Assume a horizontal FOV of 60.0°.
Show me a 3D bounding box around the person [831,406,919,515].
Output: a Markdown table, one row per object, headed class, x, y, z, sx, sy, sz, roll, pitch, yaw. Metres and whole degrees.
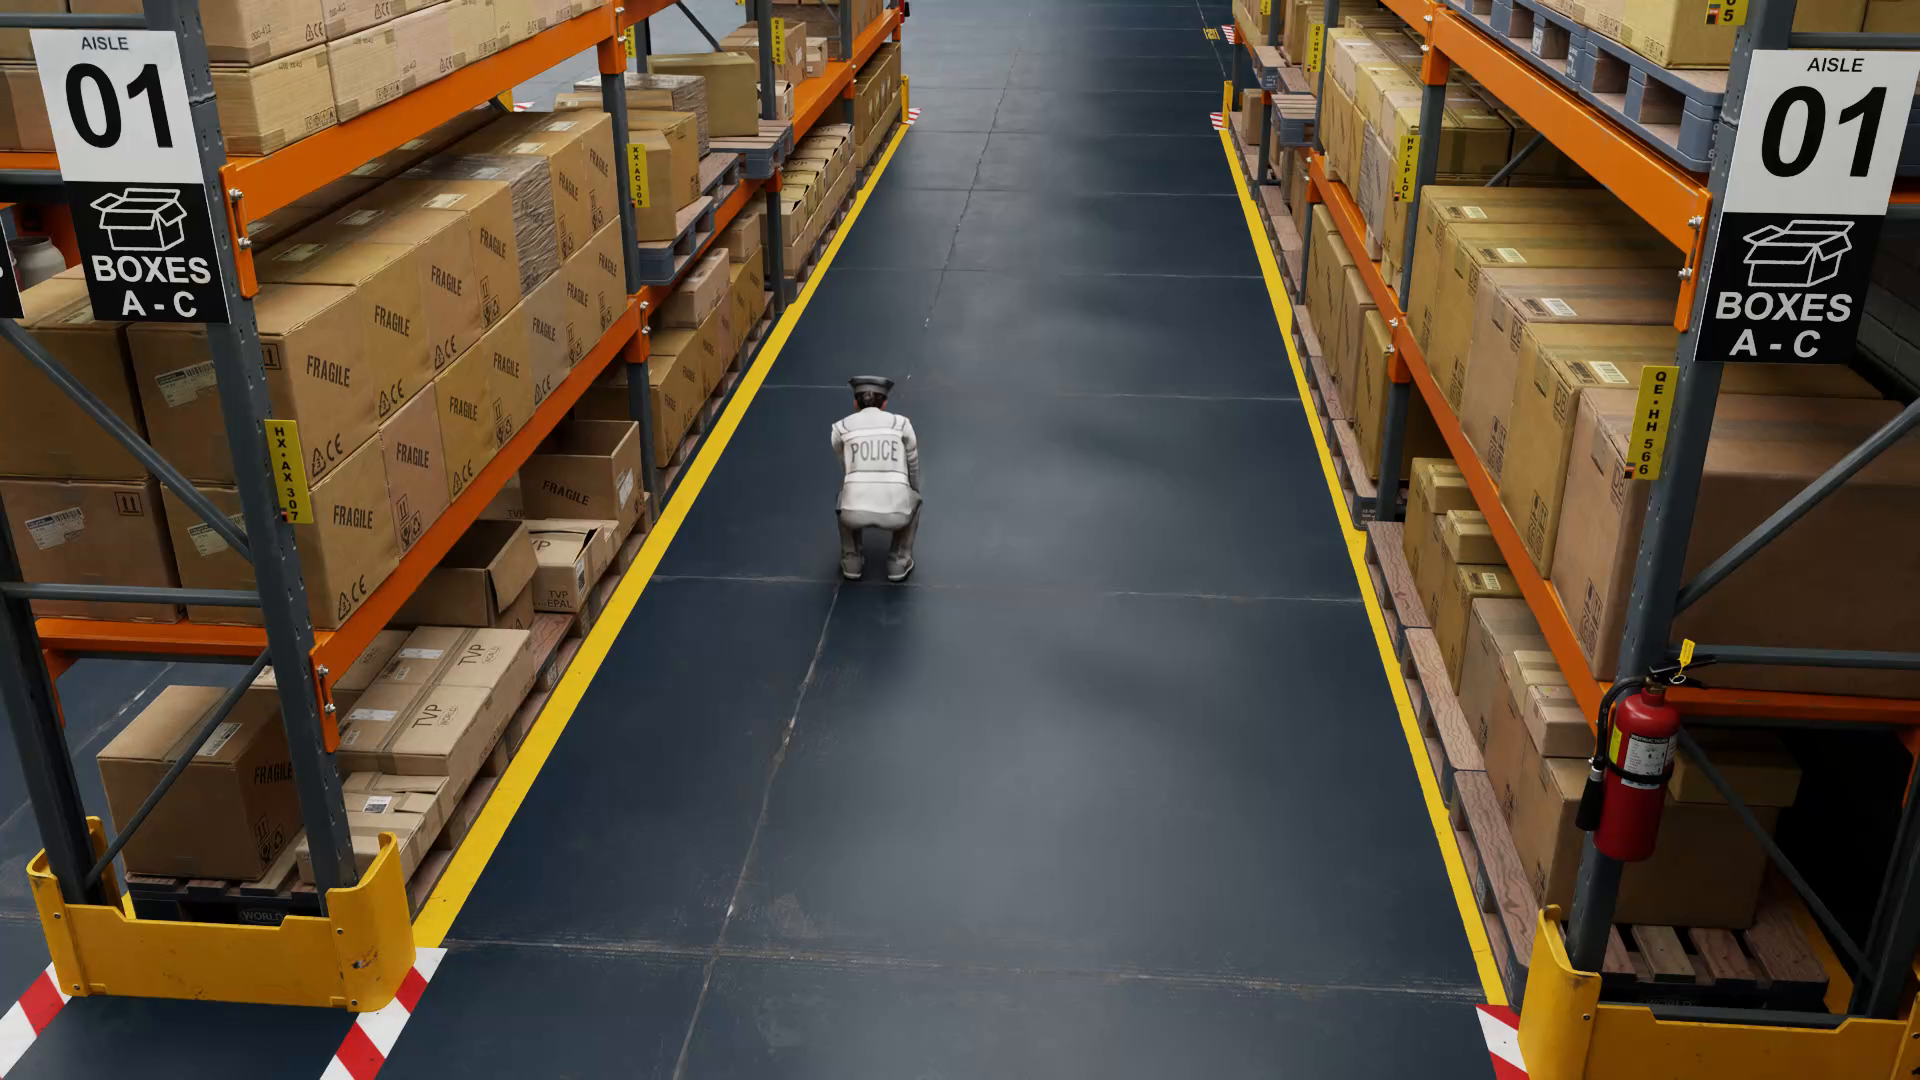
| class | x | y | z | sx | sy | sz | roll | pitch | yaw |
| --- | --- | --- | --- | --- | --- | --- | --- | --- | --- |
| person | -0.452 | -0.369 | 8.603 | 0.443 | 0.577 | 0.744 | 1 | 25 | 3 |
